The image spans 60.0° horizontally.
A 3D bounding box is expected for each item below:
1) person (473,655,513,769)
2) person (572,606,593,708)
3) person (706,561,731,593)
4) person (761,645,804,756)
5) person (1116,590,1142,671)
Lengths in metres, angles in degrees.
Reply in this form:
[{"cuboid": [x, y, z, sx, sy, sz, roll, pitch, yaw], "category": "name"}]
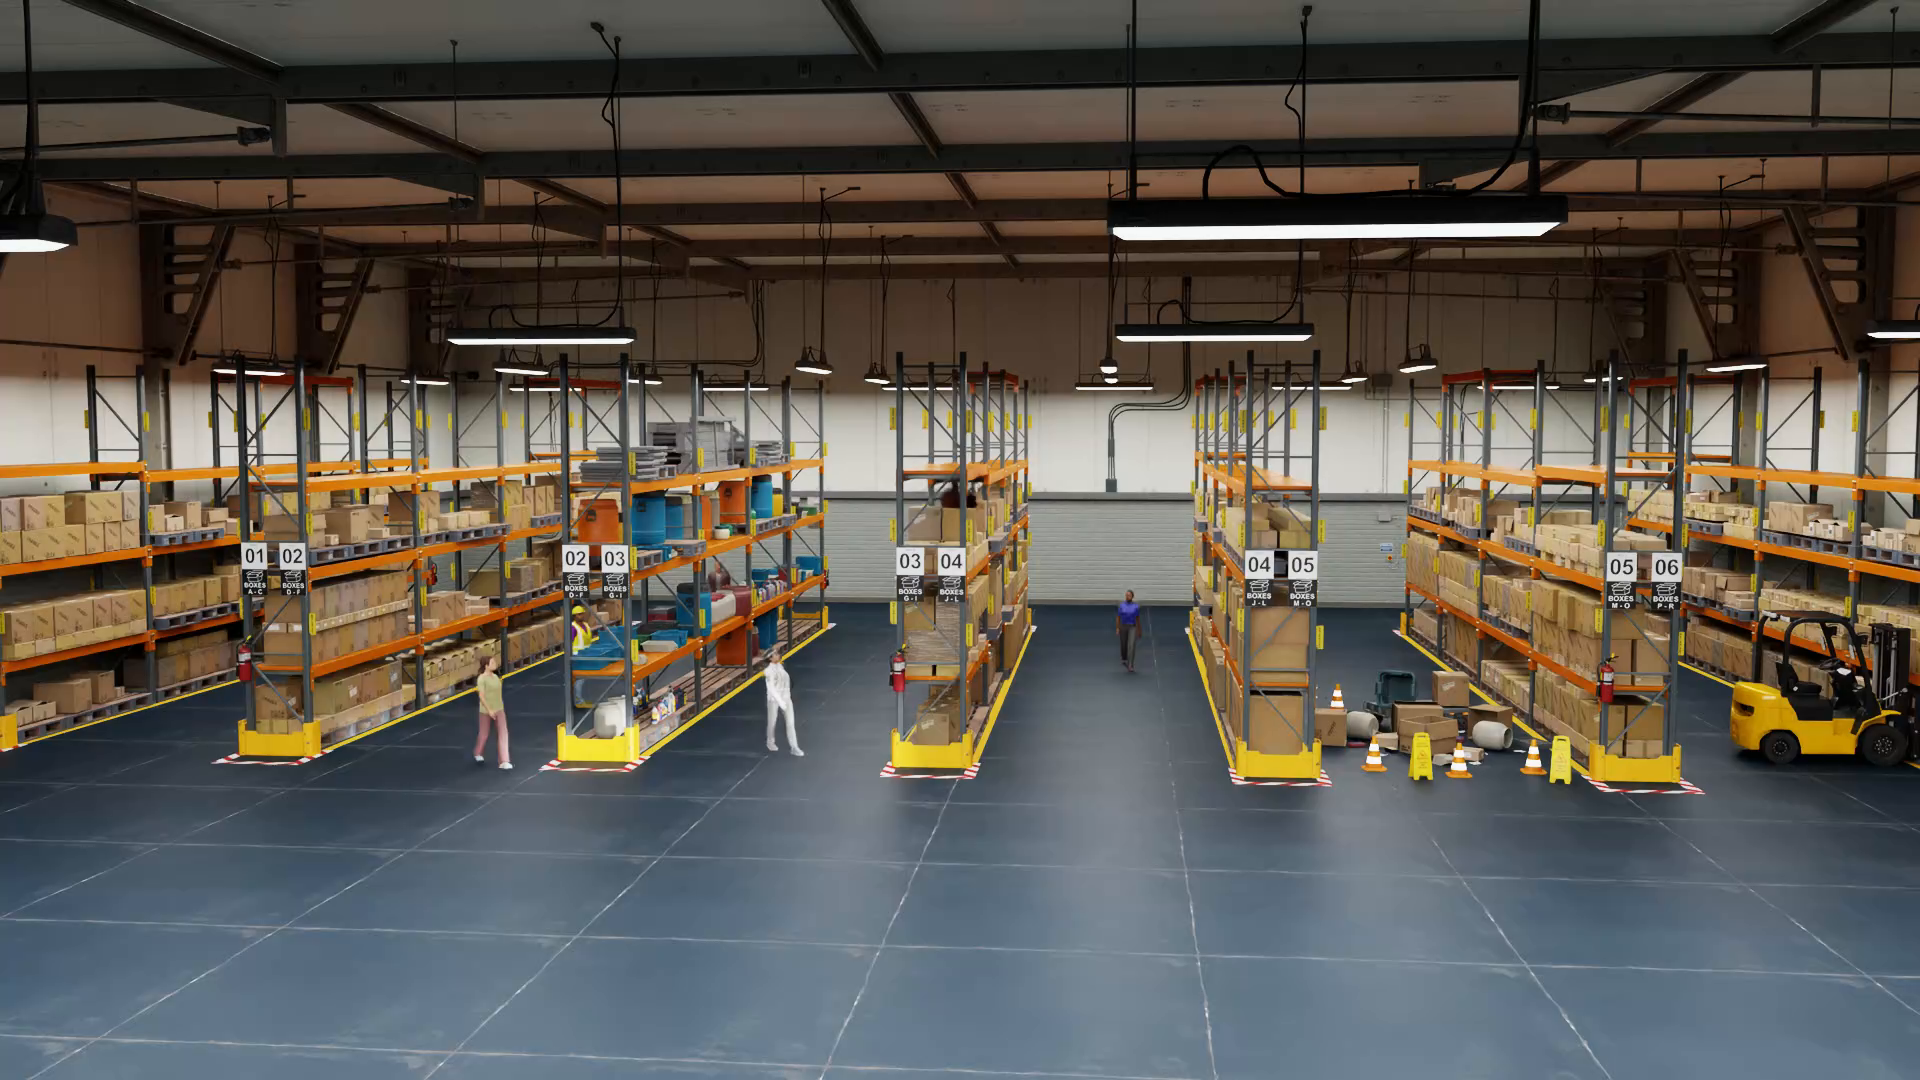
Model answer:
[{"cuboid": [-6.789, 2.481, 24.055, 0.414, 1.625, 1.005, -3, 5, -34], "category": "person"}, {"cuboid": [-6.646, 2.042, 29.251, 0.488, 1.765, 0.592, 1, 4, 7], "category": "person"}, {"cuboid": [-5.663, 1.354, 38.703, 0.532, 1.729, 1.048, 1, 4, 12], "category": "person"}, {"cuboid": [-2.704, 2.395, 24.886, 0.463, 1.626, 1.023, -2, 4, -25], "category": "person"}, {"cuboid": [3.411, 1.813, 33.557, 0.501, 1.611, 0.928, 1, 4, 10], "category": "person"}]
